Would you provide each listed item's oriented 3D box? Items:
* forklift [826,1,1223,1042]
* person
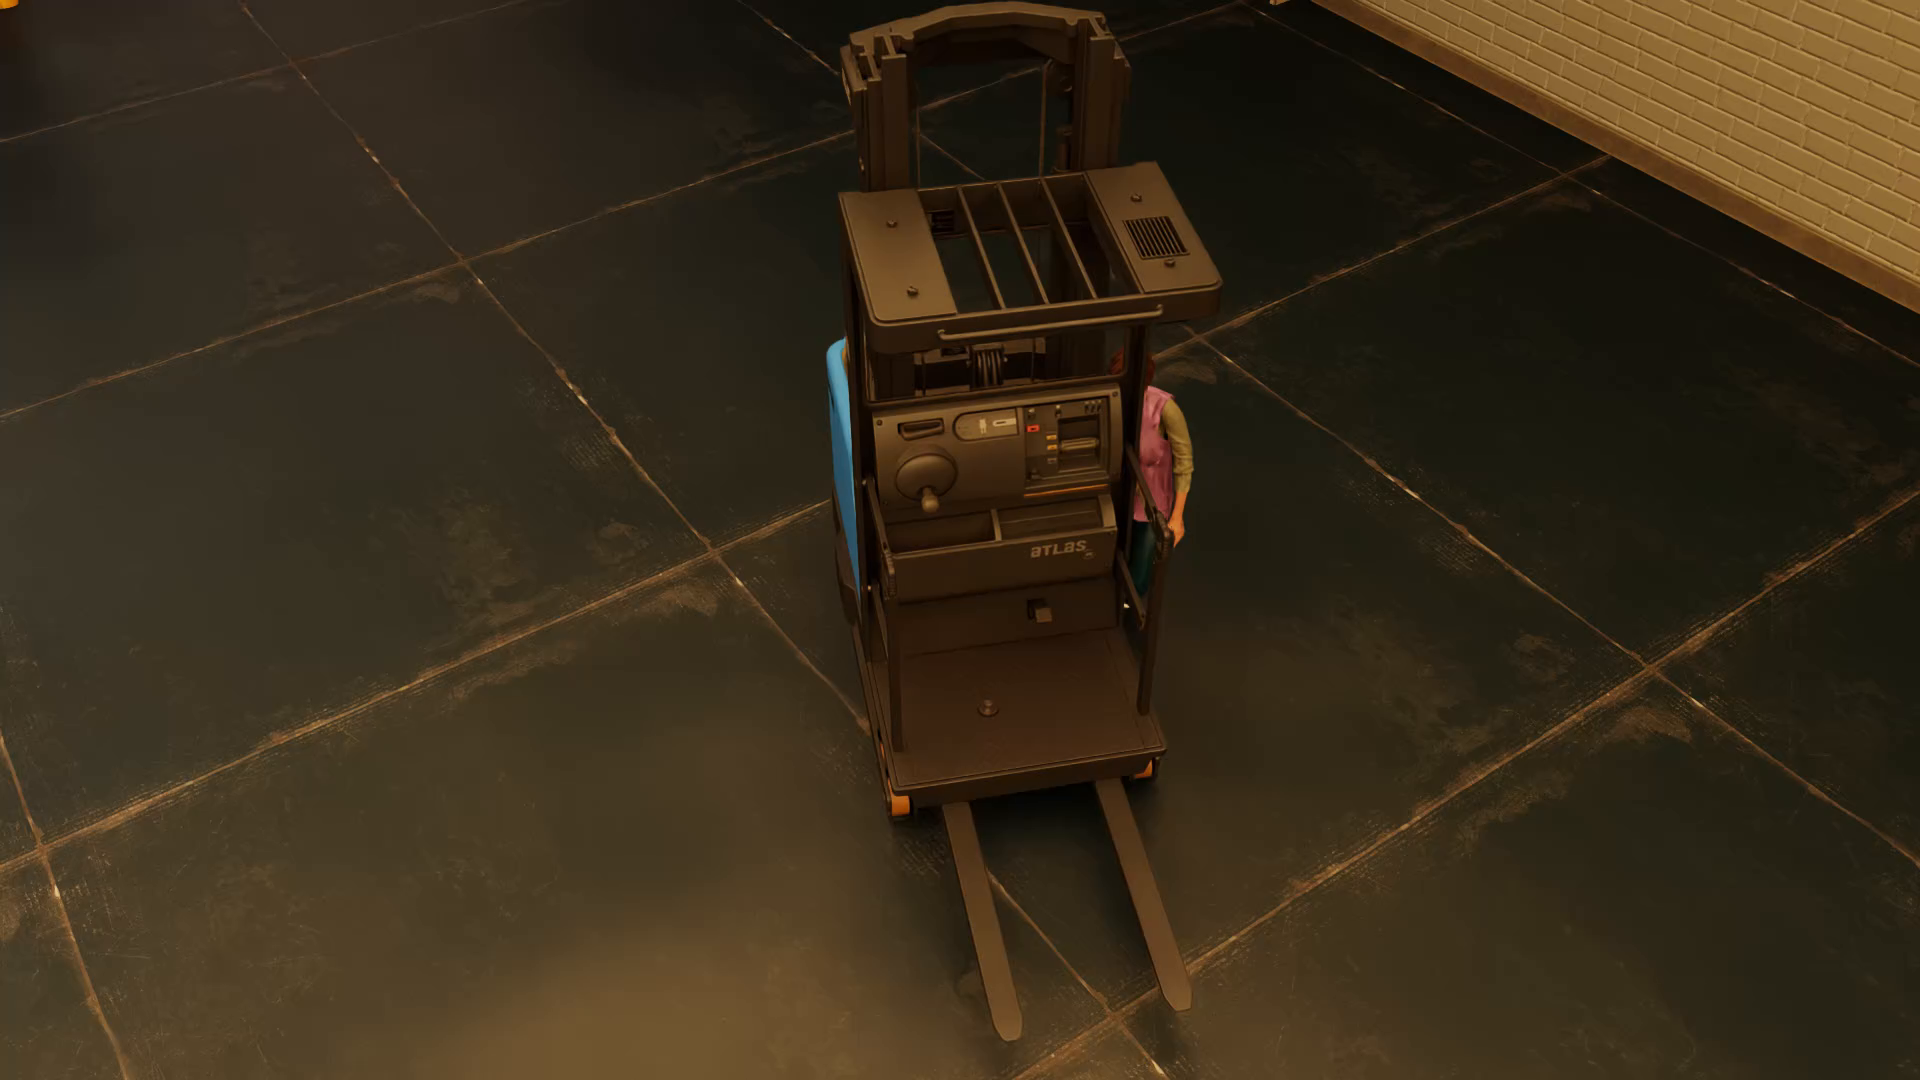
[{"bbox_3d":[0.188,-0.248,5.984,1.130,2.935,3.031,-8,43,-8],"label":"forklift"},{"bbox_3d":[0.587,-0.080,6.828,0.654,1.495,0.655,12,44,13],"label":"person"}]
